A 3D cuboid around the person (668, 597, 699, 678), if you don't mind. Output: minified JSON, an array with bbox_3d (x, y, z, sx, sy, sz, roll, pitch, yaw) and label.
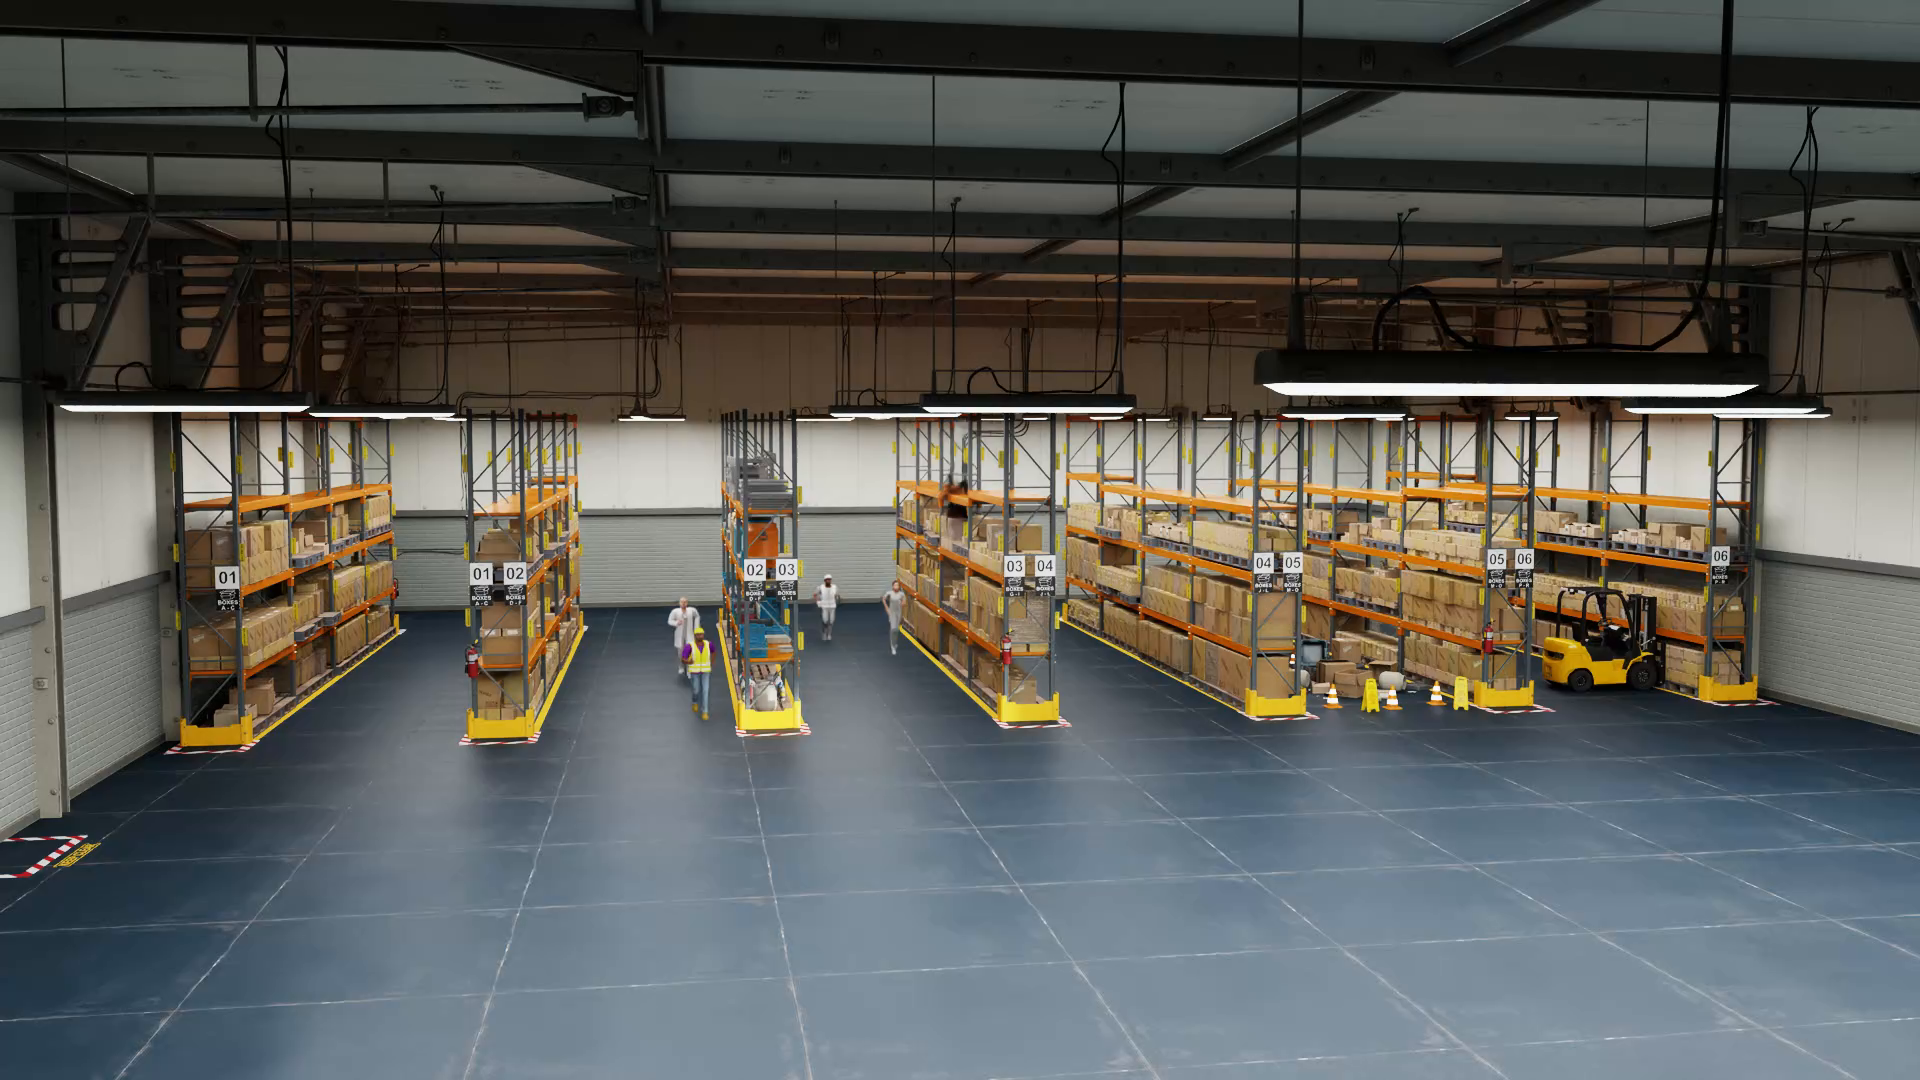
[{"bbox_3d":[-6.251,2.216,37.652,0.708,1.857,0.839,-1,4,-10],"label":"person"}]

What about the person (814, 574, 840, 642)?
[{"bbox_3d":[-3.454,1.799,43.644,0.663,1.784,0.648,-1,4,-18],"label":"person"}]

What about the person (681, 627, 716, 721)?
[{"bbox_3d":[-5.052,2.570,32.275,0.699,1.765,0.972,-1,4,-17],"label":"person"}]

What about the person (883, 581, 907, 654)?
[{"bbox_3d":[-1.563,1.858,40.262,0.545,1.762,0.747,-1,4,-18],"label":"person"}]
